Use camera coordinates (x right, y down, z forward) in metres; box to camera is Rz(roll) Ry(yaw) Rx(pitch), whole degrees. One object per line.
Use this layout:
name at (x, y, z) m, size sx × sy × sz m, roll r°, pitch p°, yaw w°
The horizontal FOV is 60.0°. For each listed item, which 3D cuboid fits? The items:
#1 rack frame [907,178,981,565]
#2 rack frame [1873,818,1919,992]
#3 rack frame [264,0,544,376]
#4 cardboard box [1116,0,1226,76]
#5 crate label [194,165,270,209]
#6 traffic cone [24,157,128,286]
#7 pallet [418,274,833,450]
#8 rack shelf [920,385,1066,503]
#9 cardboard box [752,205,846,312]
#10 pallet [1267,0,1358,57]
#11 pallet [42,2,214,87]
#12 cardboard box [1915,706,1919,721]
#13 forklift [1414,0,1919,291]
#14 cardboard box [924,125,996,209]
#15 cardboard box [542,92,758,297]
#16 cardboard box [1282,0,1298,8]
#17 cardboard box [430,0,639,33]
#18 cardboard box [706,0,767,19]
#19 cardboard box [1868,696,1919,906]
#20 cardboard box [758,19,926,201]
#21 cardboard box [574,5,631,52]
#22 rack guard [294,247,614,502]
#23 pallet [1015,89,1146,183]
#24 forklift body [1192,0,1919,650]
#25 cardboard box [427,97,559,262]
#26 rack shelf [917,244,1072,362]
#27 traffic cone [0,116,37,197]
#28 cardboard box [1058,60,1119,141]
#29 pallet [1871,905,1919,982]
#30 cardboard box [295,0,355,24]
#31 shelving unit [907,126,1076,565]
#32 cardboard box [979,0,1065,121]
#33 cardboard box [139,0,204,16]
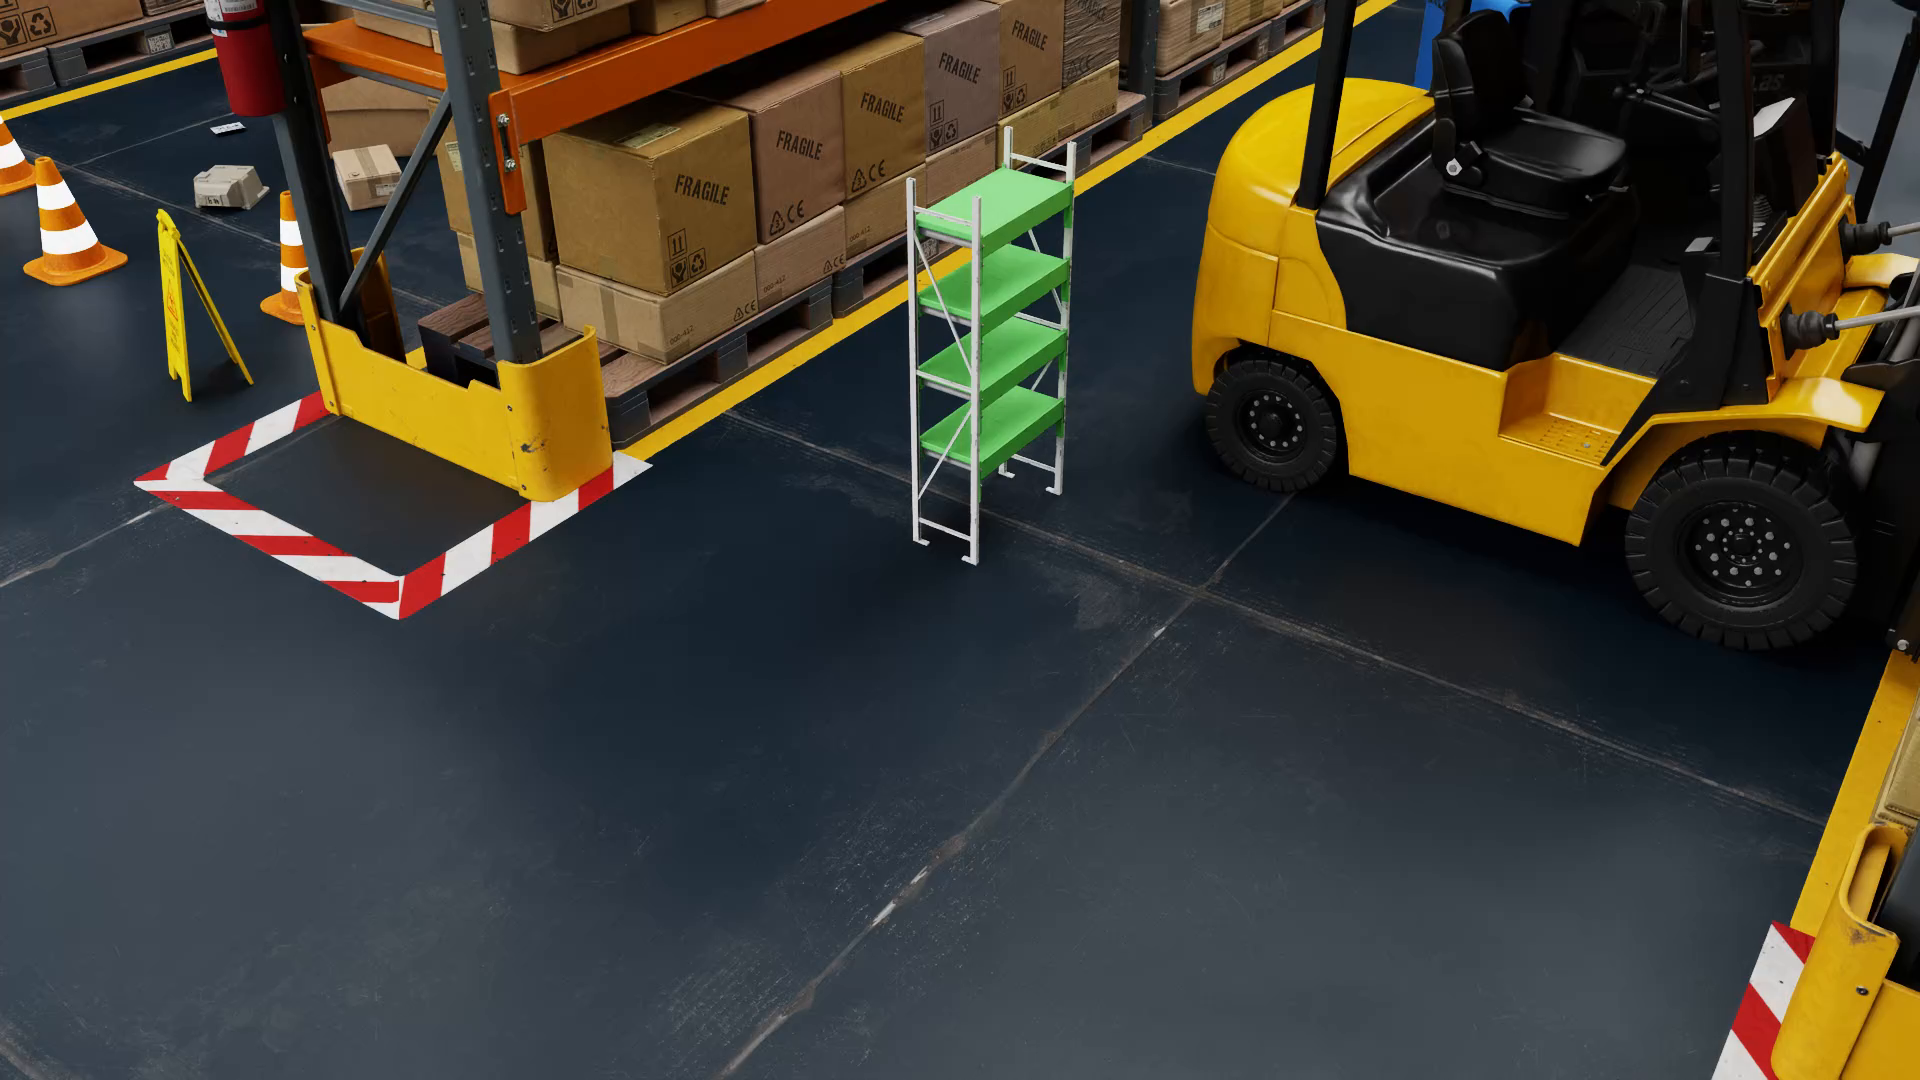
rack frame at (-0.045, -0.461, 4.861) m, size 0.240 × 1.200 × 0.015 m, roll 21°, pitch 39°, yaw 28°
rack frame at (2.310, 0.002, 2.569) m, size 1.000 × 3.000 × 0.127 m, roll 21°, pitch 39°, yaw 28°
rack frame at (-1.770, -1.582, 4.911) m, size 1.000 × 3.000 × 0.127 m, roll 21°, pitch 39°, yaw 28°
cardboard box at (0.808, -2.750, 8.610) m, size 0.950 × 0.372 × 0.625 m, roll 22°, pitch 40°, yaw 29°
crate label at (-3.293, -1.585, 7.472) m, size 0.250 × 0.136 × 0.298 m, roll 3°, pitch 34°, yaw 4°
traffic cone at (-3.690, -1.339, 6.817) m, size 0.336 × 0.463 × 0.334 m, roll 21°, pitch 39°, yaw 28°
pallet at (-1.235, -0.824, 6.280) m, size 1.003 × 0.211 × 1.213 m, roll 21°, pitch 39°, yaw 28°
rack shelf at (0.094, -0.321, 5.197) m, size 0.258 × 0.148 × 0.480 m, roll 21°, pitch 39°, yaw 28°
cardboard box at (-0.786, -1.132, 6.326) m, size 0.500 × 0.250 × 0.500 m, roll 23°, pitch 40°, yaw 30°
pallet at (1.648, -3.190, 9.778) m, size 1.003 × 0.211 × 1.213 m, roll 21°, pitch 39°, yaw 28°
pallet at (-4.806, -2.913, 9.369) m, size 1.003 × 0.211 × 1.213 m, roll 21°, pitch 39°, yaw 28°
cardboard box at (2.316, 0.241, 3.402) m, size 0.500 × 0.250 × 0.500 m, roll 23°, pitch 40°, yaw 30°
forklift at (2.711, -2.032, 5.639) m, size 1.130 × 2.935 × 3.031 m, roll -5°, pitch 34°, yaw -8°
cardboard box at (-0.195, -1.619, 7.046) m, size 0.500 × 0.250 × 0.500 m, roll 22°, pitch 40°, yaw 29°
cardboard box at (-1.070, -1.221, 5.788) m, size 0.500 × 0.500 × 0.500 m, roll 20°, pitch 39°, yaw 27°
cardboard box at (1.610, -3.402, 9.575) m, size 0.950 × 0.372 × 0.625 m, roll 23°, pitch 40°, yaw 30°
cardboard box at (-1.272, -1.876, 4.991) m, size 0.500 × 0.500 × 0.500 m, roll 21°, pitch 39°, yaw 27°
cardboard box at (-0.874, -1.887, 5.587) m, size 0.380 × 0.149 × 0.250 m, roll 22°, pitch 40°, yaw 29°
cardboard box at (2.318, 0.650, 3.691) m, size 0.500 × 0.250 × 0.500 m, roll 22°, pitch 40°, yaw 28°
cardboard box at (-0.483, -1.691, 6.484) m, size 0.500 × 0.500 × 0.500 m, roll 22°, pitch 40°, yaw 29°
cardboard box at (-1.274, -1.689, 5.293) m, size 0.380 × 0.149 × 0.250 m, roll 22°, pitch 40°, yaw 29°
rack guard at (-1.727, -0.581, 5.663) m, size 1.175 × 0.500 × 0.348 m, roll 21°, pitch 39°, yaw 28°
pallet at (0.157, -1.947, 7.941) m, size 1.003 × 0.211 × 1.213 m, roll 21°, pitch 39°, yaw 28°
forklift body at (1.892, -1.102, 4.959) m, size 2.313 × 2.155 × 1.214 m, roll 21°, pitch 39°, yaw 28°
cardboard box at (-1.528, -1.379, 6.022) m, size 0.500 × 0.500 × 0.500 m, roll 22°, pitch 40°, yaw 28°
rack shelf at (0.094, -0.719, 4.928) m, size 0.258 × 0.148 × 0.480 m, roll 21°, pitch 39°, yaw 28°
traffic cone at (-4.425, -1.856, 7.582) m, size 0.336 × 0.463 × 0.334 m, roll 21°, pitch 39°, yaw 28°
cardboard box at (0.394, -2.099, 7.756) m, size 0.500 × 0.250 × 0.500 m, roll 23°, pitch 40°, yaw 30°
pallet at (2.711, 0.792, 3.890) m, size 1.003 × 0.211 × 1.213 m, roll 21°, pitch 39°, yaw 28°
cardboard box at (-3.656, -2.880, 9.061) m, size 0.500 × 0.500 × 0.500 m, roll 29°, pitch 44°, yaw 36°
shelving unit at (0.094, -0.573, 5.027) m, size 0.258 × 1.200 × 0.503 m, roll 21°, pitch 39°, yaw 28°
cardboard box at (0.105, -2.175, 7.199) m, size 0.500 × 0.500 × 0.500 m, roll 22°, pitch 40°, yaw 29°
cardboard box at (-4.540, -3.568, 9.370) m, size 0.875 × 0.875 × 0.875 m, roll 22°, pitch 40°, yaw 29°
